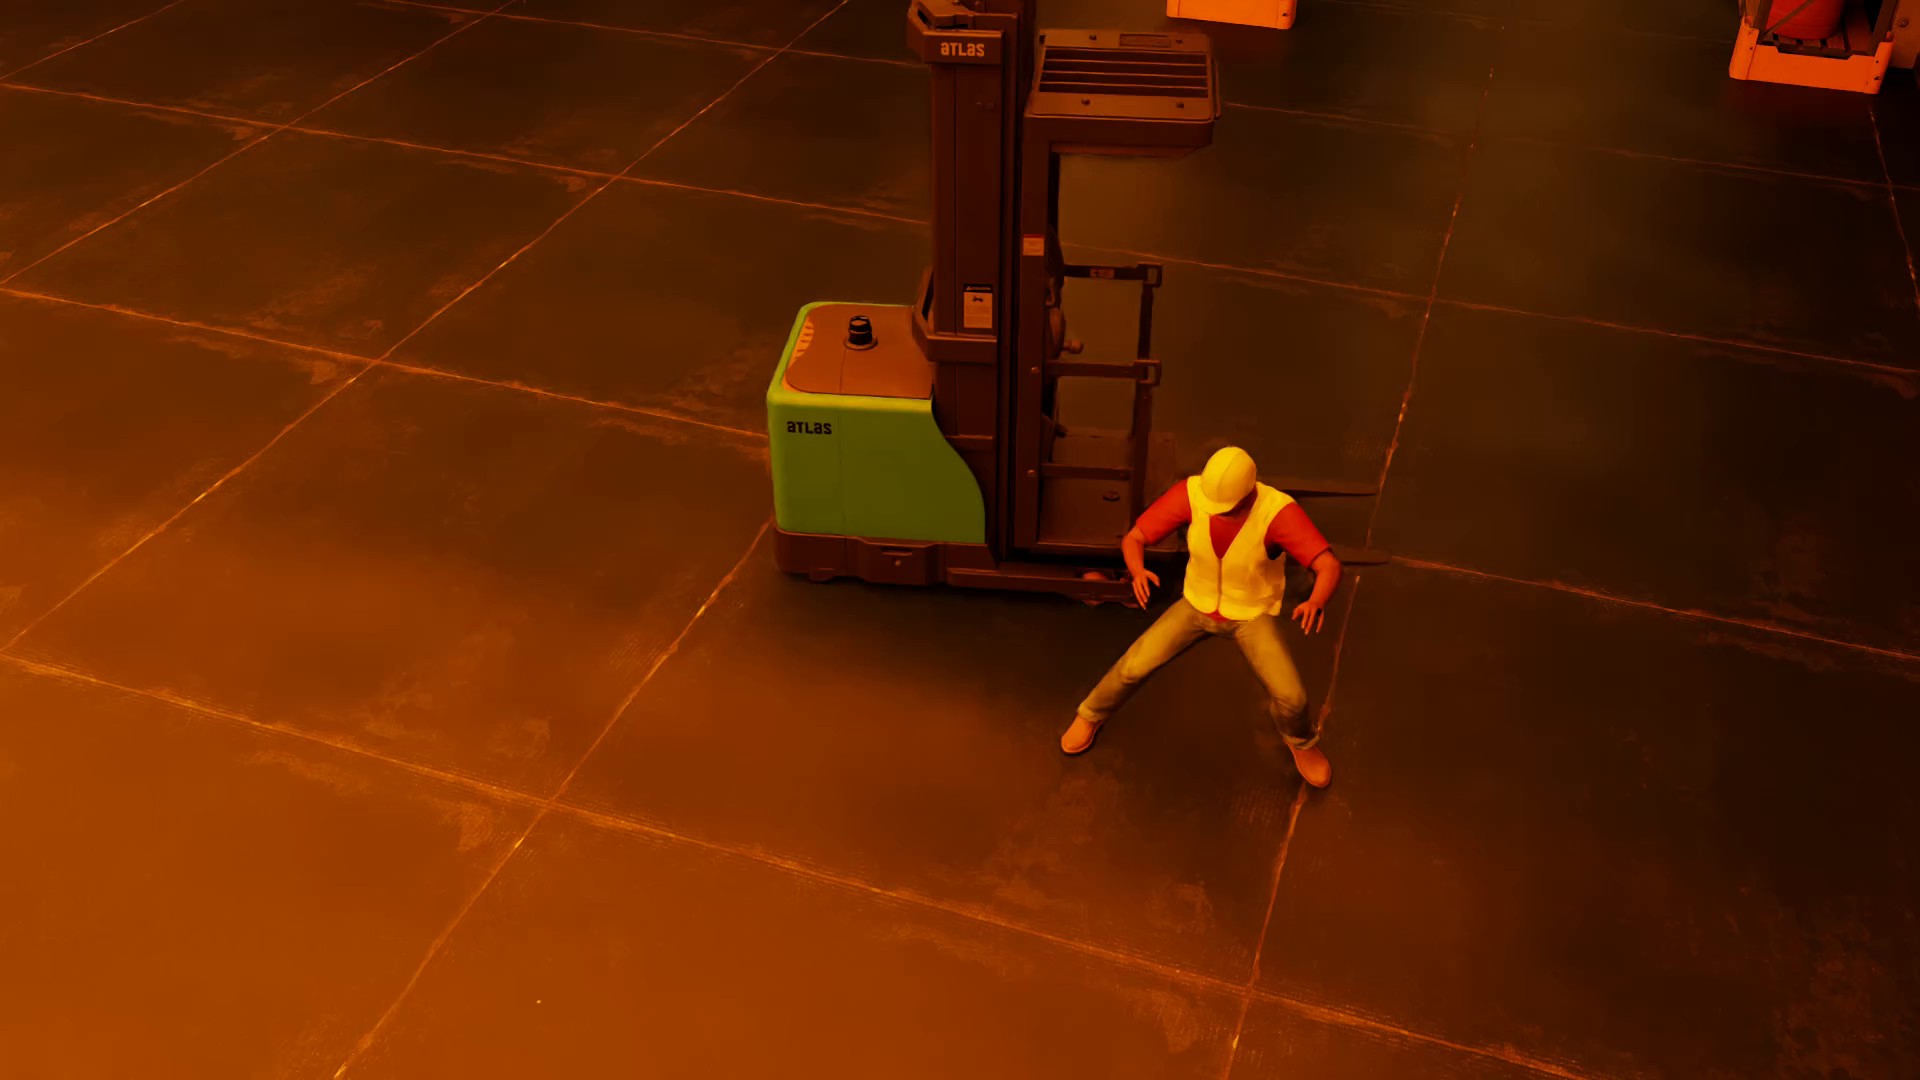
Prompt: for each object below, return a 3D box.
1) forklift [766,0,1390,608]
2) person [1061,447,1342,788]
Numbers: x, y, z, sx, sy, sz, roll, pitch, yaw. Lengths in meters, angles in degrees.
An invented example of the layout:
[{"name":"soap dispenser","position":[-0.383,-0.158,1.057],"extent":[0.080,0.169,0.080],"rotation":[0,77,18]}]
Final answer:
[{"name":"forklift","position":[0.625,-1.188,7.787],"extent":[3.031,2.935,1.130],"rotation":[3,35,5]},{"name":"person","position":[1.053,0.314,6.866],"extent":[1.129,1.539,0.720],"rotation":[19,39,24]}]
